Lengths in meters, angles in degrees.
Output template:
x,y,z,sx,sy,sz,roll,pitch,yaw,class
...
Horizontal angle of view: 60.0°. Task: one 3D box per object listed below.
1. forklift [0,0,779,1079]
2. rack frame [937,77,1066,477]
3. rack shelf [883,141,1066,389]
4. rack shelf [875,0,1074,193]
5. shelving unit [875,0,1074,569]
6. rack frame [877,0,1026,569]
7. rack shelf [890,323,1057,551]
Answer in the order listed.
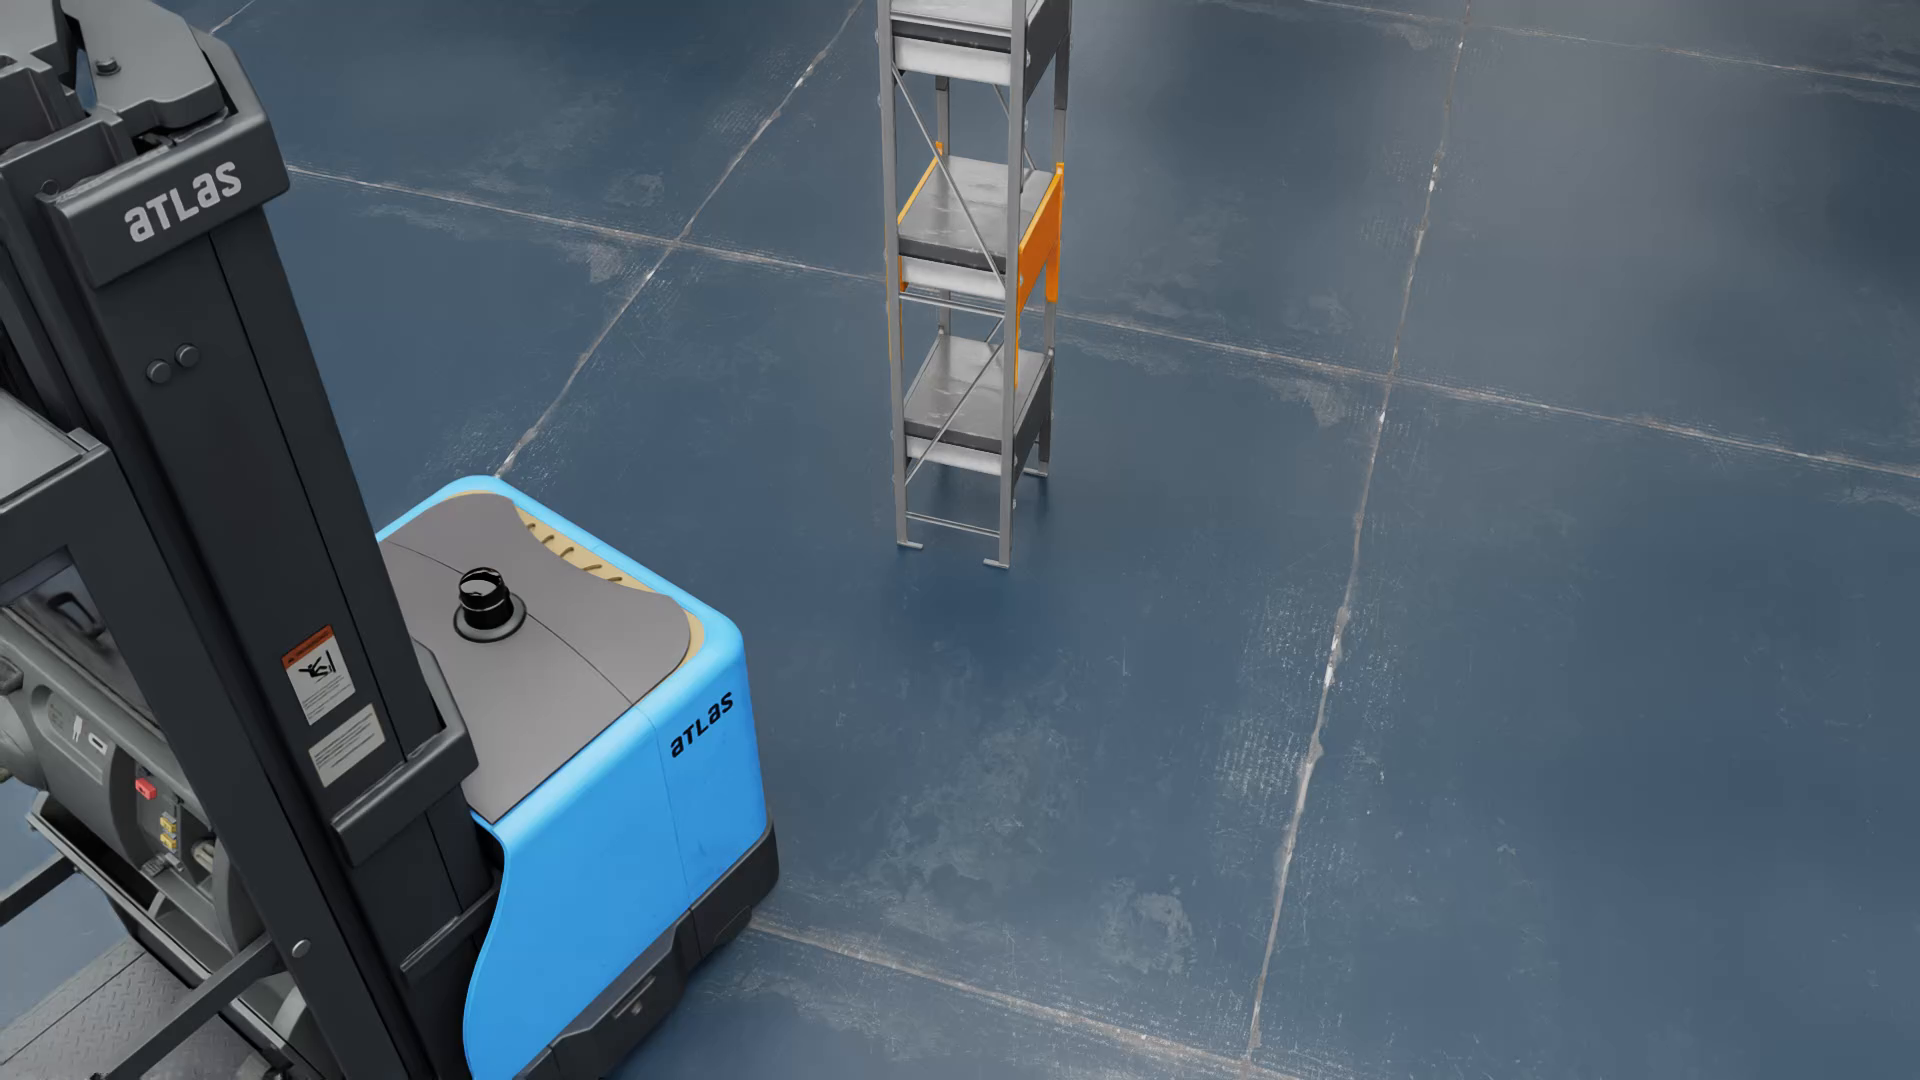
x,y,z,sx,sy,sz,roll,pitch,yaw,class
-1.803,0.546,3.097,1.130,2.935,3.031,28,51,26,forklift
0.124,-1.023,5.295,0.400,2.100,0.015,13,46,13,rack frame
0.050,-0.851,5.138,0.431,0.518,0.480,13,46,12,rack shelf
0.050,-1.351,4.648,0.431,0.518,0.480,13,46,12,rack shelf
0.050,-0.861,5.128,0.431,2.100,0.503,13,46,13,shelving unit
-0.024,-0.698,4.962,0.400,2.100,0.015,13,46,13,rack frame
0.050,-0.351,5.628,0.431,0.518,0.480,13,46,12,rack shelf
